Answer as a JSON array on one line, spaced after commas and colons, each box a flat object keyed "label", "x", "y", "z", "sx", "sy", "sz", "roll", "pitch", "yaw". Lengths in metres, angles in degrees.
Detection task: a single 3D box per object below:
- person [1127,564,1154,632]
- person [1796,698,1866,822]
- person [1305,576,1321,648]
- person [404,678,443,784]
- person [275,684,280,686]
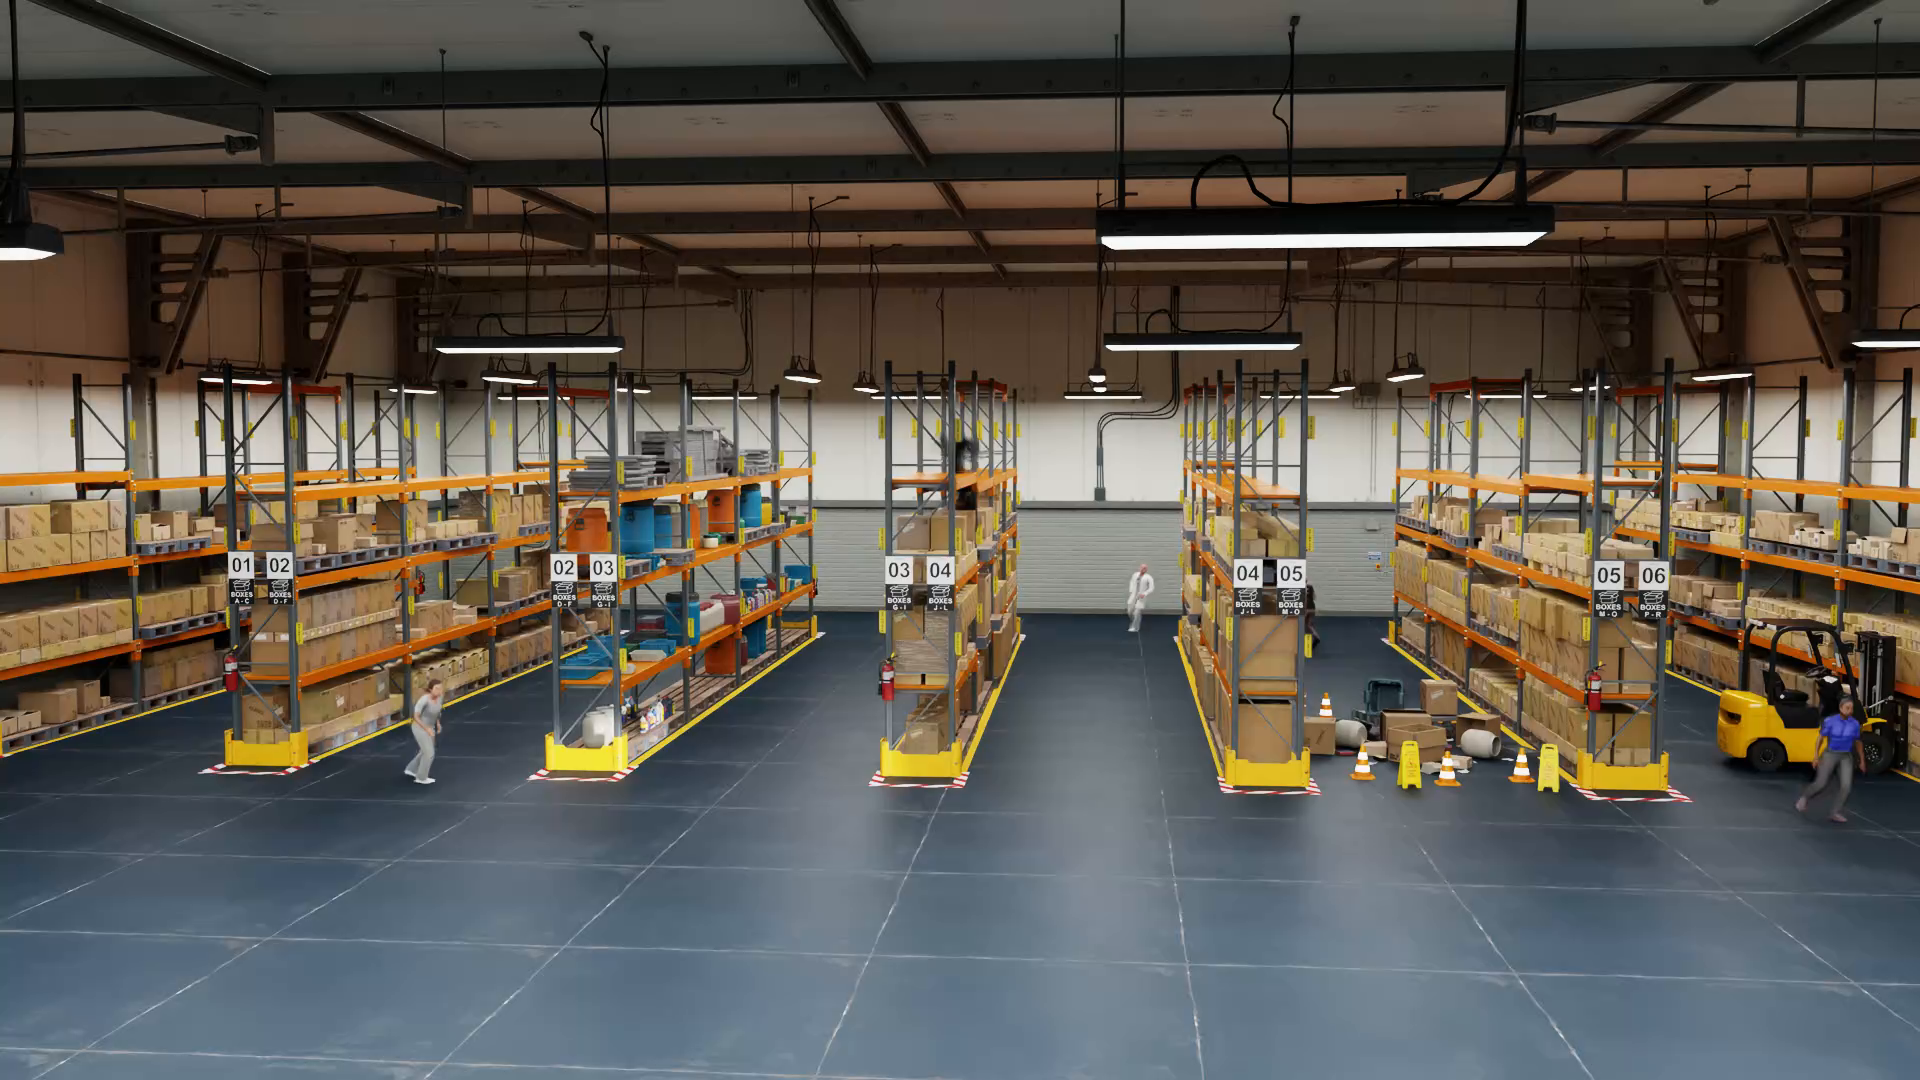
[{"label": "person", "x": 4.470, "y": 1.438, "z": 41.187, "sx": 0.748, "sy": 1.708, "sz": 0.592, "roll": 2, "pitch": 4, "yaw": 33}, {"label": "person", "x": 11.208, "y": 2.801, "z": 21.401, "sx": 0.672, "sy": 1.582, "sz": 0.612, "roll": 0, "pitch": 4, "yaw": 5}, {"label": "person", "x": 7.986, "y": 1.658, "z": 38.076, "sx": 0.641, "sy": 1.700, "sz": 0.860, "roll": -2, "pitch": 4, "yaw": -29}, {"label": "person", "x": -7.605, "y": 2.691, "z": 23.554, "sx": 0.804, "sy": 1.529, "sz": 0.600, "roll": 1, "pitch": 4, "yaw": 18}, {"label": "person", "x": -12.621, "y": 2.146, "z": 30.665, "sx": 0.551, "sy": 1.738, "sz": 0.812, "roll": 0, "pitch": 4, "yaw": 0}]
